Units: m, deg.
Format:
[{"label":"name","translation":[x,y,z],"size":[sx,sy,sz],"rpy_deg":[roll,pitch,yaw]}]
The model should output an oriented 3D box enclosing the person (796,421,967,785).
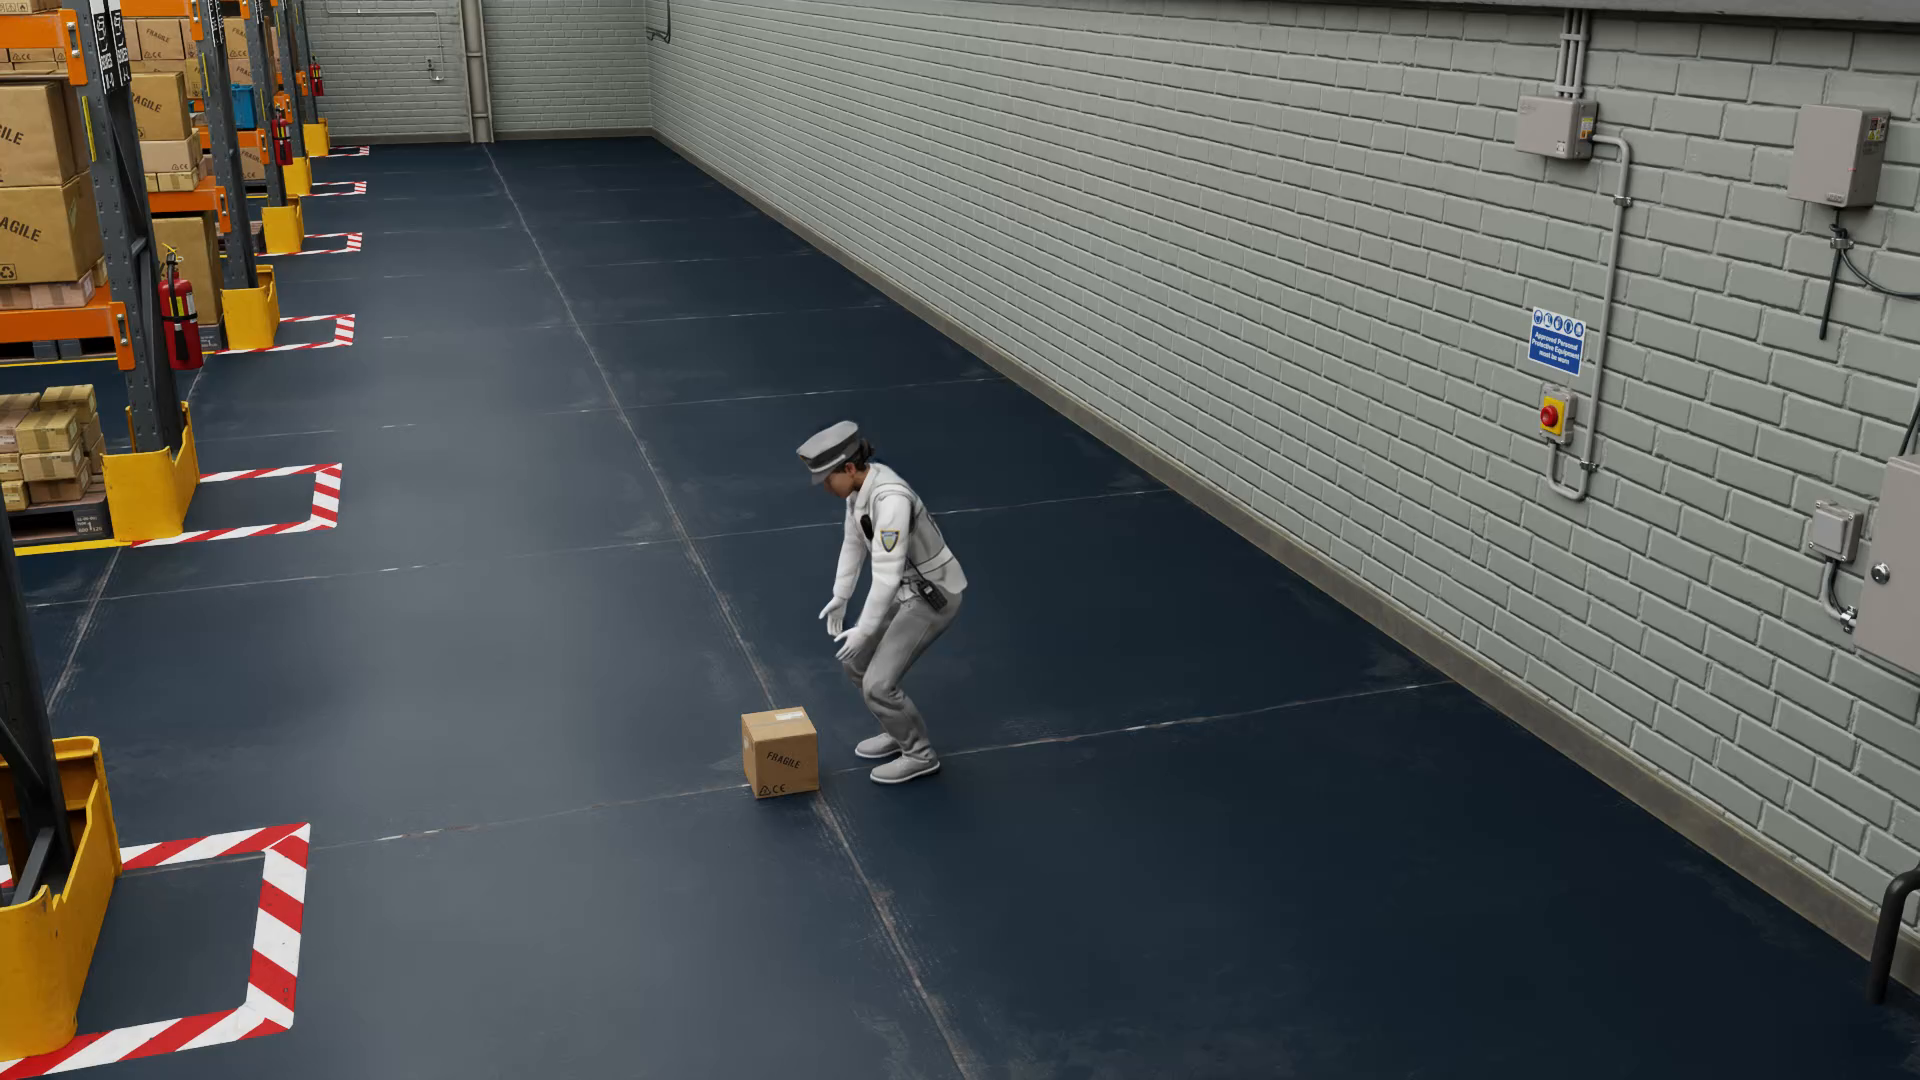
[{"label":"person","translation":[-0.294,0.240,6.445],"size":[0.653,1.455,0.533],"rpy_deg":[-6,20,-17]}]
